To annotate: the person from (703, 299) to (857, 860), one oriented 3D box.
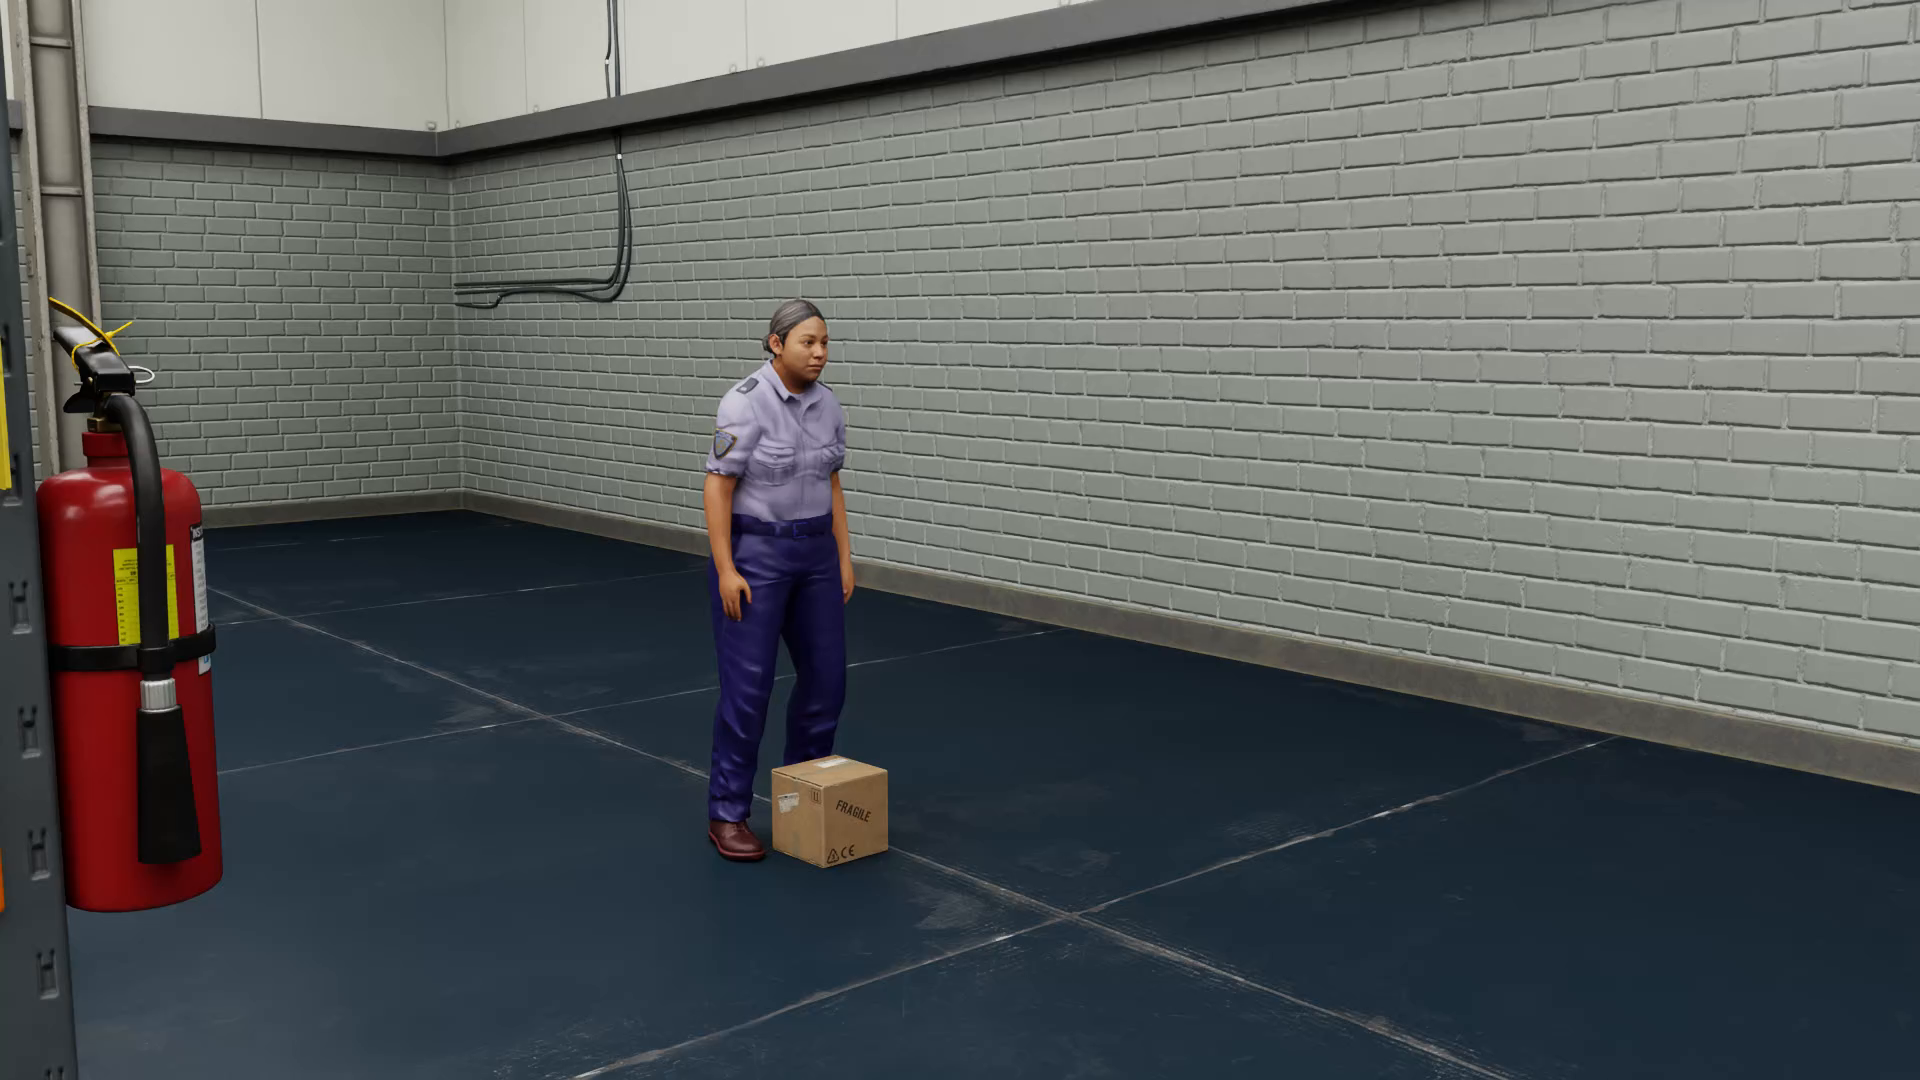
[{"bbox_3d":[-0.554,0.104,5.084,0.564,1.638,0.368,-7,10,-44],"label":"person"}]
